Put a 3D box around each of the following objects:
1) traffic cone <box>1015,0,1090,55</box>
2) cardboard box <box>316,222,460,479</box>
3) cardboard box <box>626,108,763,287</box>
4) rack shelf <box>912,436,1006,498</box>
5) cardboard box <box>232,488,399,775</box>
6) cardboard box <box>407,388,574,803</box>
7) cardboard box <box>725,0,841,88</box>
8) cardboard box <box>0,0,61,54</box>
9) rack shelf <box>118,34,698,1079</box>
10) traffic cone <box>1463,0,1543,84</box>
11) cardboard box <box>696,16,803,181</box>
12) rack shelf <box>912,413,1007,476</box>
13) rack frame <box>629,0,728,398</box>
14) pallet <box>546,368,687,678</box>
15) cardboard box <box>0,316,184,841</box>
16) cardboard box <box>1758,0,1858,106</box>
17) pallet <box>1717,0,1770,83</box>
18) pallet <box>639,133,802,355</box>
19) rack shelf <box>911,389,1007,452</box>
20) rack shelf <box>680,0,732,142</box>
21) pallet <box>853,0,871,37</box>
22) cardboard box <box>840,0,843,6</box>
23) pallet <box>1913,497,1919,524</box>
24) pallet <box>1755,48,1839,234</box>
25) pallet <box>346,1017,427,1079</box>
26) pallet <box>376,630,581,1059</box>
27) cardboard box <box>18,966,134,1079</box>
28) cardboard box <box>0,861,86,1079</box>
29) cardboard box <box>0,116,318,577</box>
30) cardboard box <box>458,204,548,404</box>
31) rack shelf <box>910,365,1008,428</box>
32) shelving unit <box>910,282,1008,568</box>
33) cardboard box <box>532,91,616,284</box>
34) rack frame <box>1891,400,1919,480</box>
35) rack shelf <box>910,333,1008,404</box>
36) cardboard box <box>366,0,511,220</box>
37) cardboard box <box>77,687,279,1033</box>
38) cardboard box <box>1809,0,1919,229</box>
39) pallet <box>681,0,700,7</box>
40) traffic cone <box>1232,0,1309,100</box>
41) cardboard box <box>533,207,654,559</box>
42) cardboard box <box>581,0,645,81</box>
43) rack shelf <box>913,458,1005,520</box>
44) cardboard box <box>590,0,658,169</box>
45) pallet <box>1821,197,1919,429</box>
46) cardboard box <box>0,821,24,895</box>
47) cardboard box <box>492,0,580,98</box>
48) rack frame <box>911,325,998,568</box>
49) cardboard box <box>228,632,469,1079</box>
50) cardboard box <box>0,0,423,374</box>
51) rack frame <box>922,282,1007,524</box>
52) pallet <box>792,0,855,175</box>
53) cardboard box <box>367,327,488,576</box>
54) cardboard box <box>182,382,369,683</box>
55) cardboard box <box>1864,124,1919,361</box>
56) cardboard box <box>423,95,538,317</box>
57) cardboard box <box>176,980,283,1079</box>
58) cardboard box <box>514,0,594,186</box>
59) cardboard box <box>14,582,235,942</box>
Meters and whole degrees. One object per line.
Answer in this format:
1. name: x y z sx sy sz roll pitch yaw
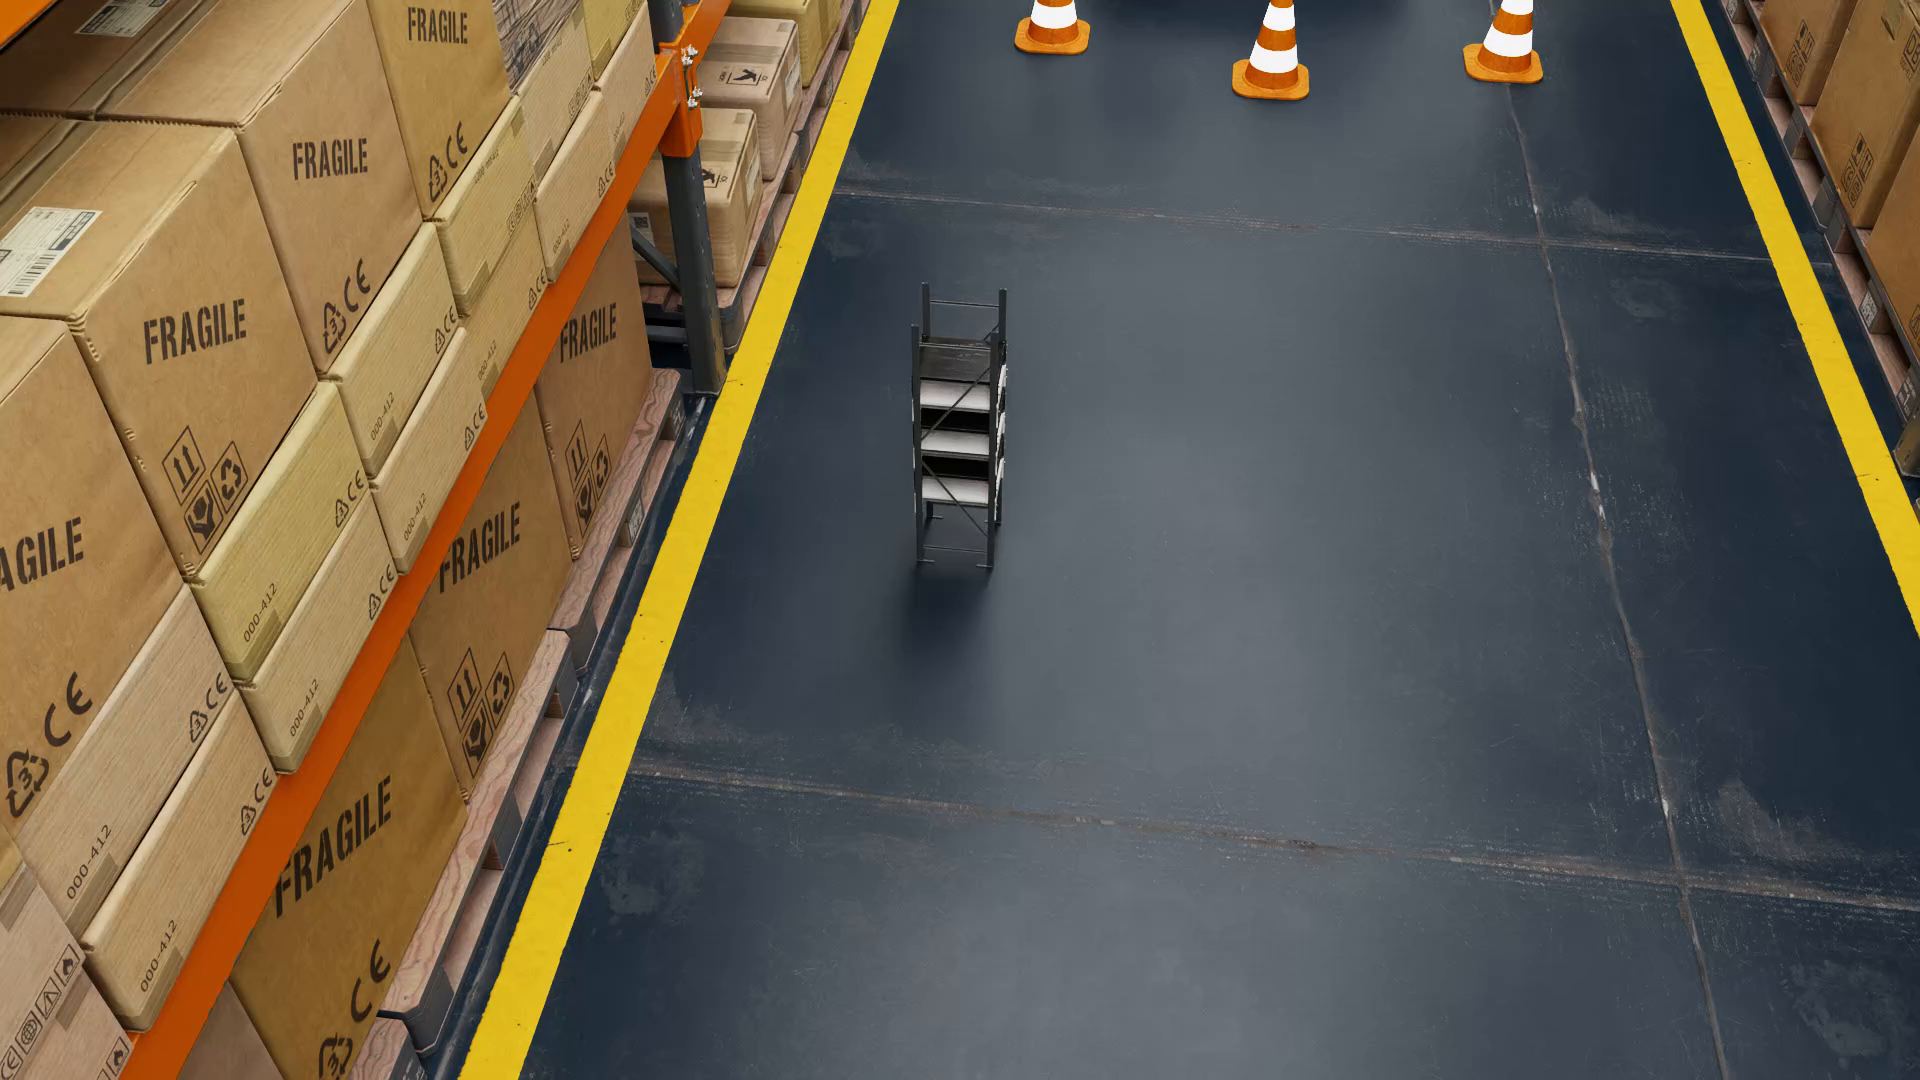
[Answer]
1. traffic cone: 0.429 -2.502 7.556 0.336 0.463 0.334 5 44 6
2. cardboard box: -1.315 -0.389 3.225 0.500 0.250 0.500 4 44 4
3. cardboard box: -1.239 -1.252 5.997 0.950 0.372 0.625 3 43 3
4. rack shelf: -0.001 -0.232 5.020 0.258 0.077 0.200 5 44 6
5. cardboard box: -1.382 0.134 3.036 0.500 0.250 0.500 5 44 5
6. cardboard box: -1.619 0.020 4.287 0.875 0.875 0.875 6 44 6
7. cardboard box: -1.043 -2.272 7.074 0.950 0.372 0.625 7 44 7
8. cardboard box: -1.841 -0.722 3.030 0.500 0.500 0.500 6 44 6
9. rack shelf: -1.588 -0.046 3.640 1.077 0.370 4.000 5 44 6
10. traffic cone: 2.452 -2.317 7.360 0.336 0.463 0.334 5 44 6
11. cardboard box: -1.149 -1.756 6.529 0.950 0.372 0.625 4 44 5
12. rack shelf: -0.001 -0.297 4.958 0.258 0.077 0.200 5 44 6
13. rack frame: -1.323 -1.670 4.832 1.000 3.000 0.127 5 44 6
14. pallet: -1.502 -0.127 5.230 1.003 0.211 1.213 5 44 6
15. cardboard box: -1.469 0.034 2.233 0.500 0.500 0.500 5 44 5
16. cardboard box: 4.001 -2.262 6.788 1.050 0.750 0.750 5 44 6
17. pallet: 4.098 -2.469 7.705 1.003 0.211 1.213 5 44 6
18. pallet: -1.218 -1.190 6.353 1.003 0.211 1.213 5 44 6
19. rack shelf: -0.001 -0.362 4.896 0.258 0.077 0.200 5 44 6
20. rack shelf: -1.059 -2.772 6.519 1.077 0.370 4.000 5 44 6
21. pallet: -0.896 -2.853 8.109 1.003 0.211 1.213 5 44 6
22. cardboard box: -0.953 -2.746 7.574 0.950 0.372 0.625 8 44 8
23. pallet: 3.492 0.256 4.826 1.003 0.211 1.213 5 44 6
24. pallet: 3.939 -1.636 6.824 1.003 0.211 1.213 5 44 6
25. pallet: -1.825 1.536 3.474 1.003 0.211 1.213 5 44 6
26. pallet: -1.666 0.702 4.355 1.003 0.211 1.213 5 44 6
27. cardboard box: -1.532 0.835 2.296 0.500 0.250 0.500 4 44 5
28. cardboard box: -1.514 0.655 2.122 0.500 0.250 0.500 4 44 4
29. cardboard box: -1.400 -0.308 2.593 0.500 0.500 0.500 4 44 4
30. cardboard box: -1.267 -0.556 3.764 0.500 0.250 0.500 5 44 5
31. rack shelf: -0.001 -0.428 4.834 0.258 0.077 0.200 5 44 6
32. shelving unit: -0.001 -0.321 4.935 0.258 0.900 0.210 5 44 6
33. cardboard box: -1.185 -0.897 4.125 0.500 0.250 0.500 6 44 6
34. rack frame: 3.597 -1.289 4.429 1.000 3.000 0.127 5 44 6
35. rack shelf: -0.001 -0.493 4.772 0.258 0.077 0.200 5 44 6
36. cardboard box: -1.264 -1.005 3.330 0.500 0.500 0.500 5 44 6
37. cardboard box: -1.465 0.482 2.668 0.500 0.250 0.500 4 44 4
38. cardboard box: 3.879 -1.627 6.118 1.050 0.750 0.750 6 44 6
39. pallet: -1.335 -2.095 5.421 1.213 0.211 1.003 5 44 6
40. traffic cone: 1.382 -2.214 7.251 0.336 0.463 0.334 5 44 6
41. cardboard box: -1.497 -0.588 4.929 0.875 0.875 0.875 5 44 5
42. cardboard box: -1.135 -1.444 4.338 0.500 0.250 0.500 5 44 5
43. rack shelf: -0.001 -0.166 5.081 0.258 0.077 0.200 5 44 6
44. cardboard box: -1.133 -1.247 4.494 0.500 0.250 0.500 4 44 4
45. pallet: 3.776 -0.807 5.948 1.003 0.211 1.213 5 44 6
46. cardboard box: -1.509 0.383 1.864 0.500 0.500 0.500 6 44 6
47. cardboard box: -1.192 -1.343 3.686 0.500 0.500 0.500 6 44 6
48. rack frame: -0.015 -0.252 4.862 0.240 0.900 0.006 5 44 6
49. cardboard box: -1.738 0.629 3.644 0.875 0.875 0.875 6 44 7
50. cardboard box: -1.338 -0.661 2.966 0.500 0.500 0.500 5 44 5
51. rack frame: 0.012 -0.391 5.008 0.240 0.900 0.006 5 44 6
52. pallet: -1.055 -2.019 7.228 1.003 0.211 1.213 5 44 6
53. cardboard box: -1.306 -0.206 3.395 0.500 0.250 0.500 5 44 5
54. cardboard box: -1.380 -0.044 2.861 0.500 0.250 0.500 6 44 6
55. cardboard box: 3.766 -1.031 5.488 1.050 0.750 0.750 5 44 5
56. cardboard box: -1.247 -0.743 3.599 0.500 0.250 0.500 4 44 4
57. cardboard box: -1.849 1.246 2.993 0.875 0.875 0.875 6 44 7
58. cardboard box: -1.199 -1.094 3.969 0.500 0.250 0.500 4 44 4
59. cardboard box: -1.473 0.297 2.500 0.500 0.250 0.500 6 44 6
